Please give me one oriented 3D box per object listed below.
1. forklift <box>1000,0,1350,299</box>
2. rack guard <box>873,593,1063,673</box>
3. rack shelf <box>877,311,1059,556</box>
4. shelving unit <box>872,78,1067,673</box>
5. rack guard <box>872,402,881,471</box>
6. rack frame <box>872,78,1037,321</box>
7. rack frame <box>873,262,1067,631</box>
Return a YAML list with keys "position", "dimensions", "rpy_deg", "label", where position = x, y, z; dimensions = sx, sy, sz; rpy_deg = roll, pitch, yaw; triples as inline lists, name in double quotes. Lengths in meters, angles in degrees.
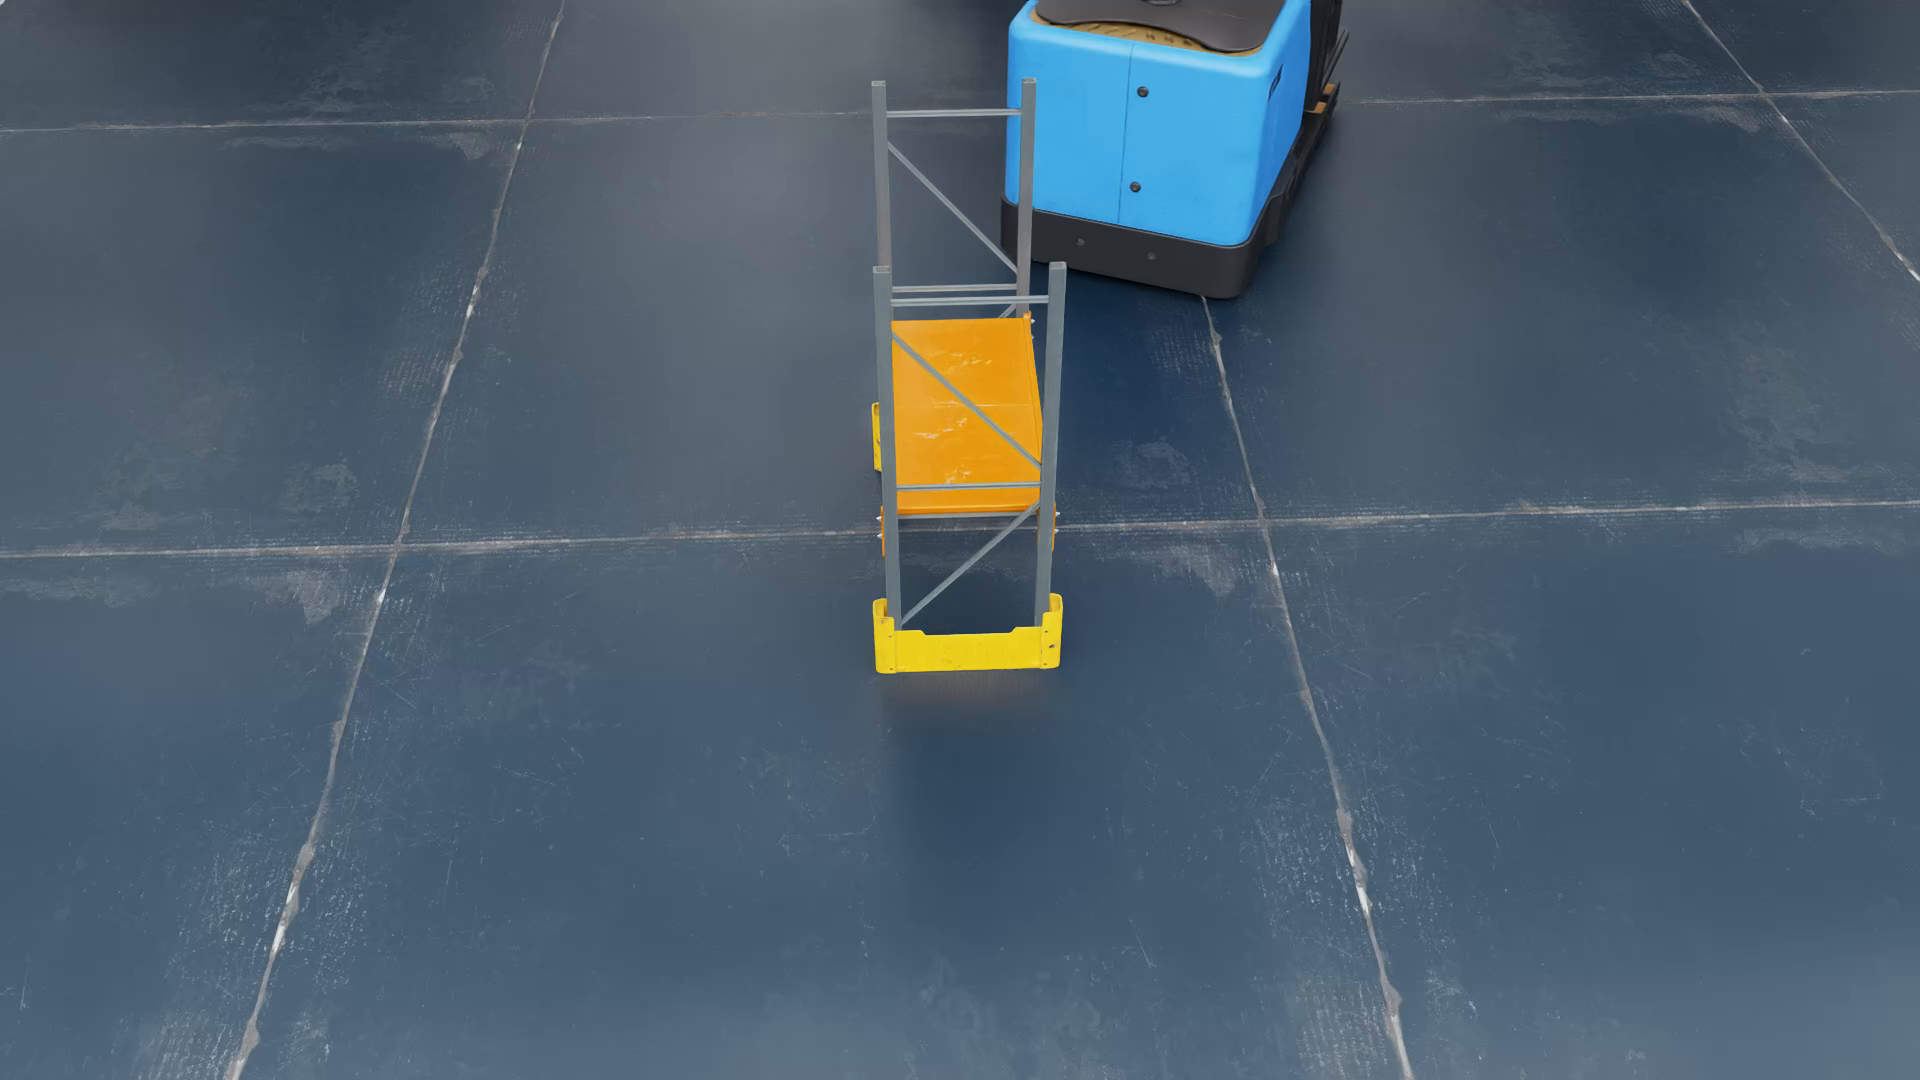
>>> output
- position: [1.168, -3.061, 6.921]
  dimensions: [1.130, 2.935, 3.031]
  rpy_deg: [14, 44, 15]
  label: "forklift"
- position: [0.024, 0.296, 5.243]
  dimensions: [0.587, 0.250, 0.087]
  rpy_deg: [-2, 43, -2]
  label: "rack guard"
- position: [0.004, -0.363, 5.302]
  dimensions: [0.538, 0.185, 1.000]
  rpy_deg: [-2, 43, -2]
  label: "rack shelf"
- position: [0.003, -0.501, 5.187]
  dimensions: [0.587, 1.500, 1.083]
  rpy_deg: [-2, 43, -2]
  label: "shelving unit"
- position: [-0.018, -0.377, 5.976]
  dimensions: [0.587, 0.250, 0.087]
  rpy_deg: [-2, 43, -2]
  label: "rack guard"
- position: [-0.018, -0.838, 5.555]
  dimensions: [0.500, 1.500, 0.032]
  rpy_deg: [-2, 43, -2]
  label: "rack frame"
- position: [0.025, -0.152, 4.806]
  dimensions: [0.500, 1.500, 0.032]
  rpy_deg: [-2, 43, -2]
  label: "rack frame"
